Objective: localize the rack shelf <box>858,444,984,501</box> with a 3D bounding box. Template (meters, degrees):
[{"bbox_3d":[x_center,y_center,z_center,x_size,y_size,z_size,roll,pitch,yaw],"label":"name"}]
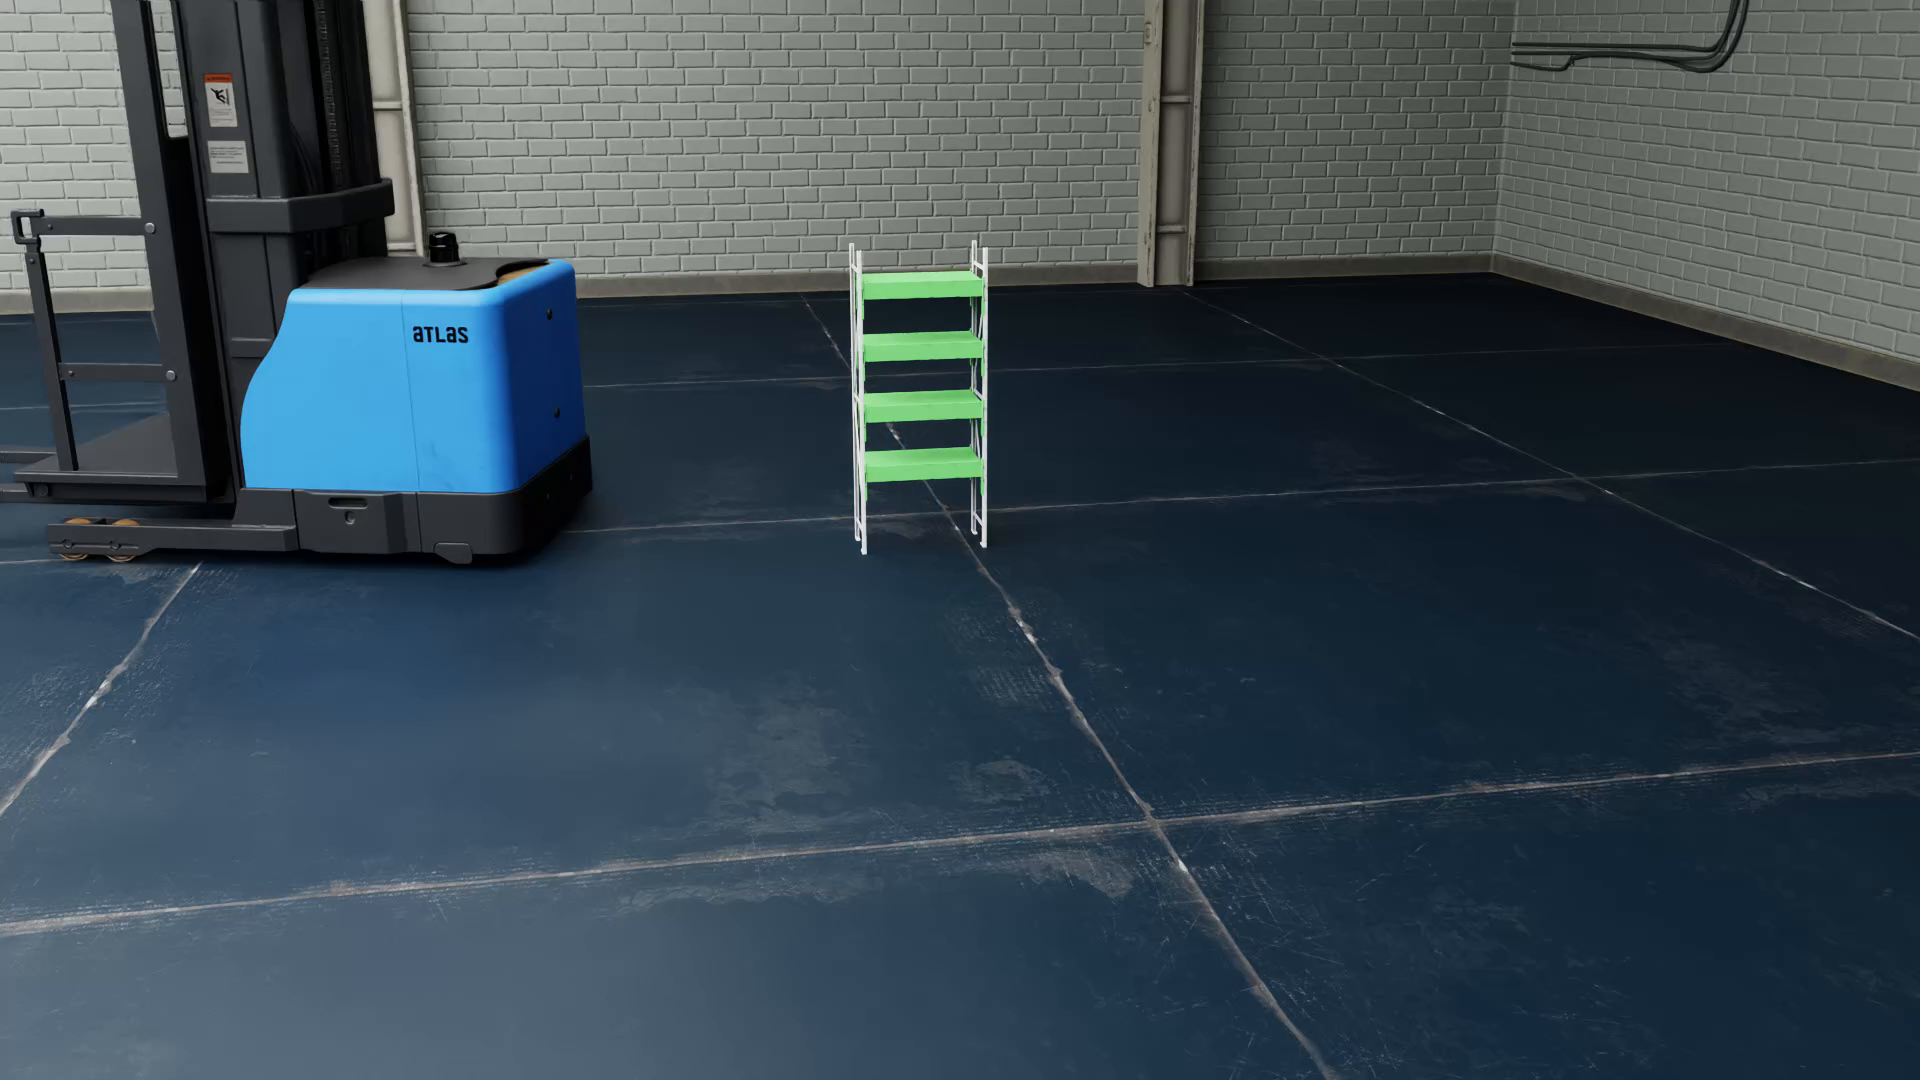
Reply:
[{"bbox_3d":[-0.163,-0.274,6.695,0.480,0.148,0.258,-3,17,-10],"label":"rack shelf"}]

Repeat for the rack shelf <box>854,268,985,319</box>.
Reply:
[{"bbox_3d":[-0.163,-0.962,6.483,0.480,0.148,0.258,-3,17,-10],"label":"rack shelf"}]

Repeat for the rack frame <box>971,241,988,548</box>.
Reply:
[{"bbox_3d":[0.077,-0.578,6.650,0.015,1.200,0.240,-3,17,-10],"label":"rack frame"}]

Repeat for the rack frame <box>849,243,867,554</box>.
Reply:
[{"bbox_3d":[-0.402,-0.551,6.561,0.015,1.200,0.240,-3,17,-10],"label":"rack frame"}]

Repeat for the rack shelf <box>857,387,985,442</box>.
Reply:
[{"bbox_3d":[-0.163,-0.503,6.624,0.480,0.148,0.258,-3,17,-10],"label":"rack shelf"}]

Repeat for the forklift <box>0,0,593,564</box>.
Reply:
[{"bbox_3d":[-3.156,-1.466,6.591,3.031,2.935,1.130,1,17,5],"label":"forklift"}]

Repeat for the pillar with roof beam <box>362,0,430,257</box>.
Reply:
[{"bbox_3d":[-3.389,-4.835,7.229,0.400,9.000,9.100,-3,17,-10],"label":"pillar with roof beam"}]

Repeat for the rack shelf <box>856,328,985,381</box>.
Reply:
[{"bbox_3d":[-0.163,-0.733,6.554,0.480,0.148,0.258,-3,17,-10],"label":"rack shelf"}]

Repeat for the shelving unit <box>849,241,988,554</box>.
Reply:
[{"bbox_3d":[-0.163,-0.564,6.606,0.503,1.200,0.258,-3,17,-10],"label":"shelving unit"}]

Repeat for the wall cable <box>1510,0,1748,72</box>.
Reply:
[{"bbox_3d":[4.829,-4.709,12.106,0.112,2.526,3.097,-3,17,-10],"label":"wall cable"}]

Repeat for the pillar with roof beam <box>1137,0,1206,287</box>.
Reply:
[{"bbox_3d":[2.502,-5.170,8.317,0.400,9.000,9.100,-3,17,-10],"label":"pillar with roof beam"}]
